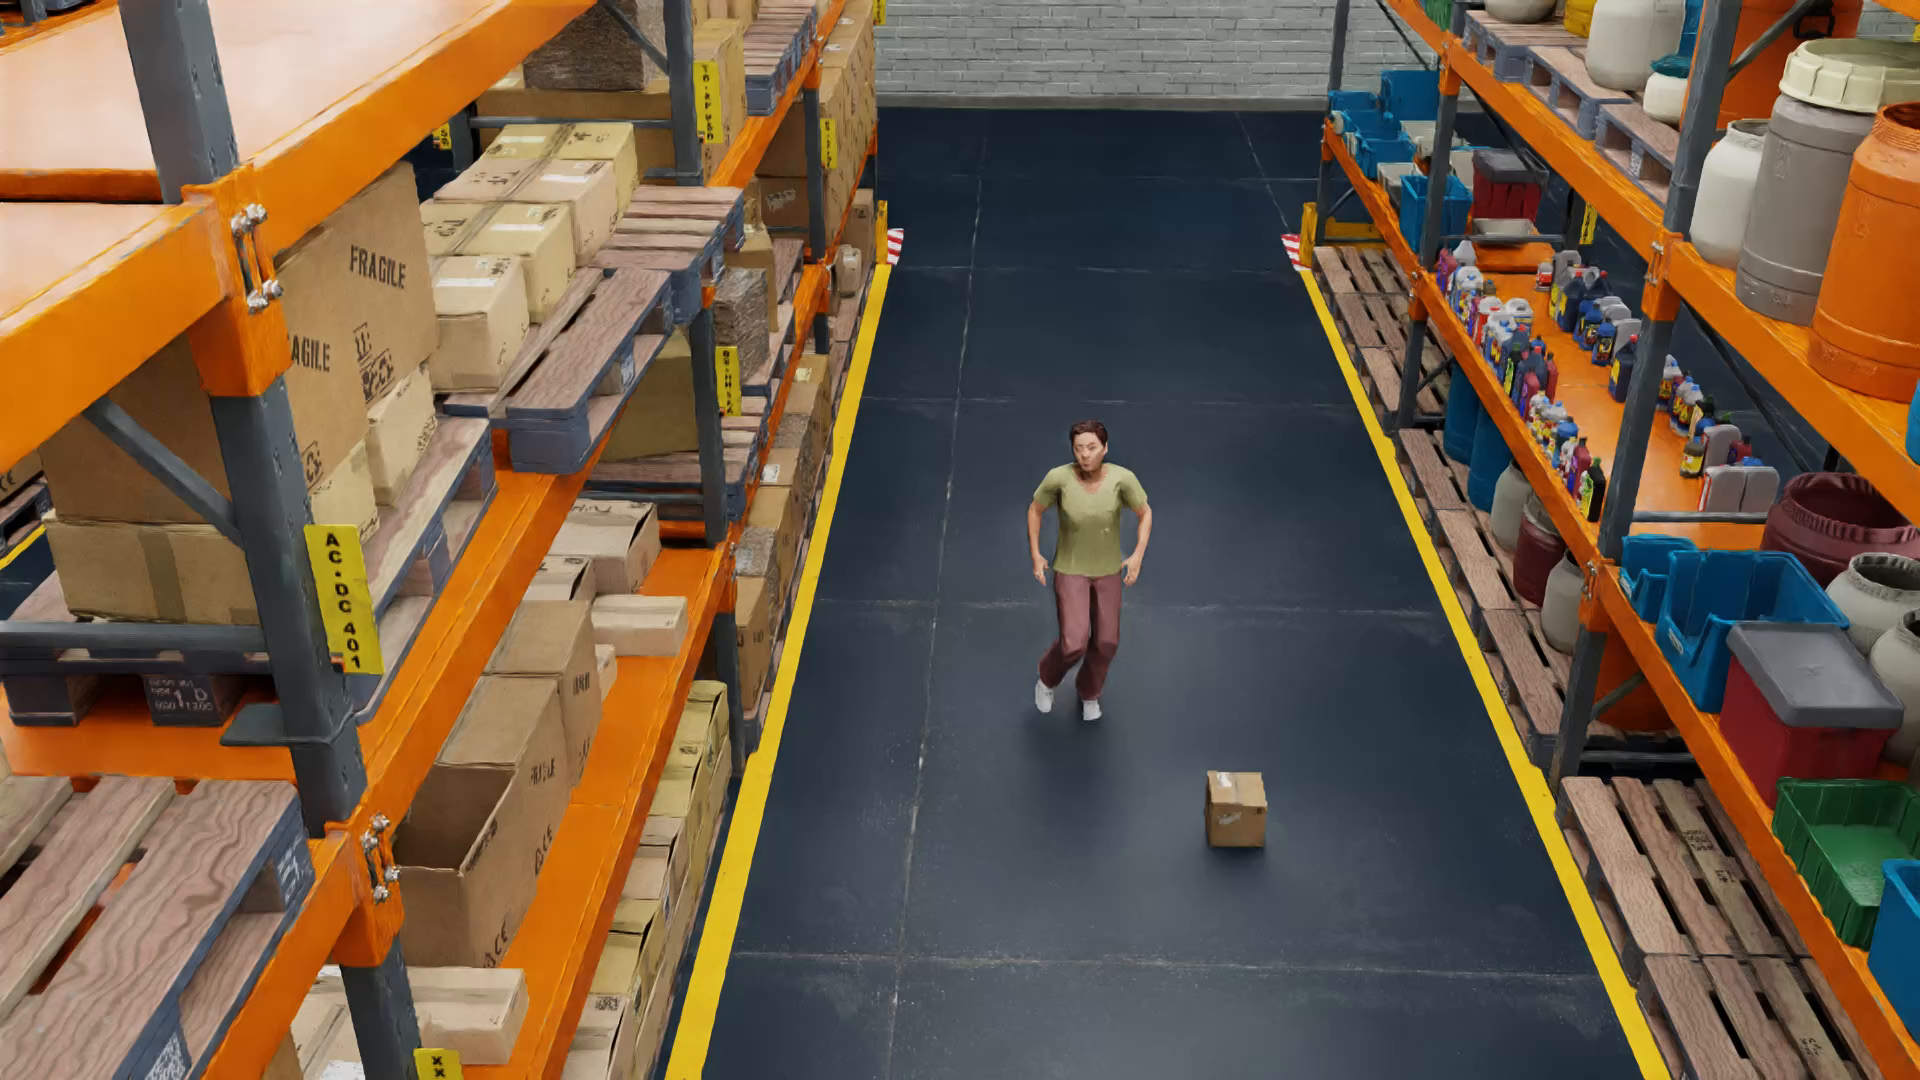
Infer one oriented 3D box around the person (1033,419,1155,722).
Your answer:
[{"bbox_3d":[0.685,0.178,8.328,0.597,1.636,0.503,-6,29,-11],"label":"person"}]
